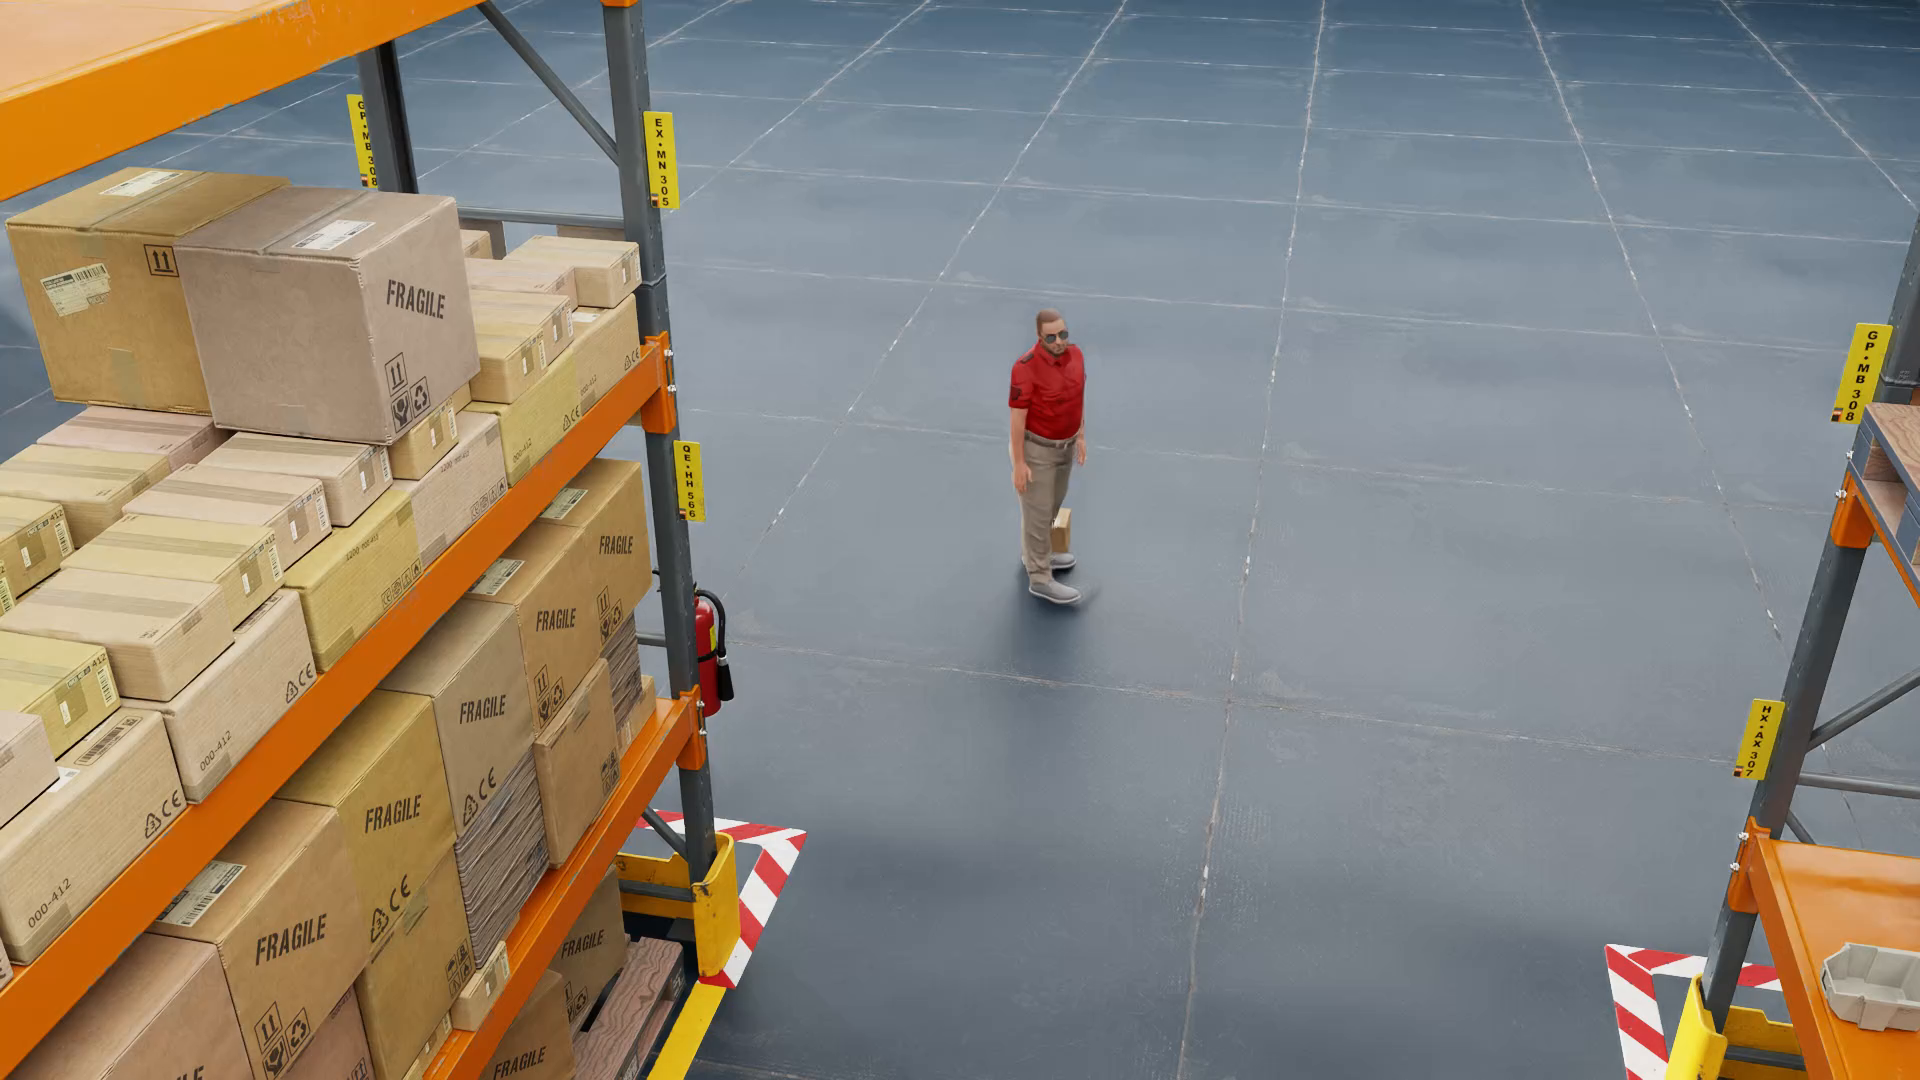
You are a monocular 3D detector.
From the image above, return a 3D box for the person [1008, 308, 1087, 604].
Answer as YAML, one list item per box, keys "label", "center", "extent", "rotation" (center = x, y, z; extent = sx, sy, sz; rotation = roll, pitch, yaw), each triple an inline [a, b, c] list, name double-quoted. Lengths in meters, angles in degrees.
- label: "person"
  center: [0.535, -0.493, 9.496]
  extent: [0.575, 1.725, 0.623]
  rotation: [22, 35, 34]
